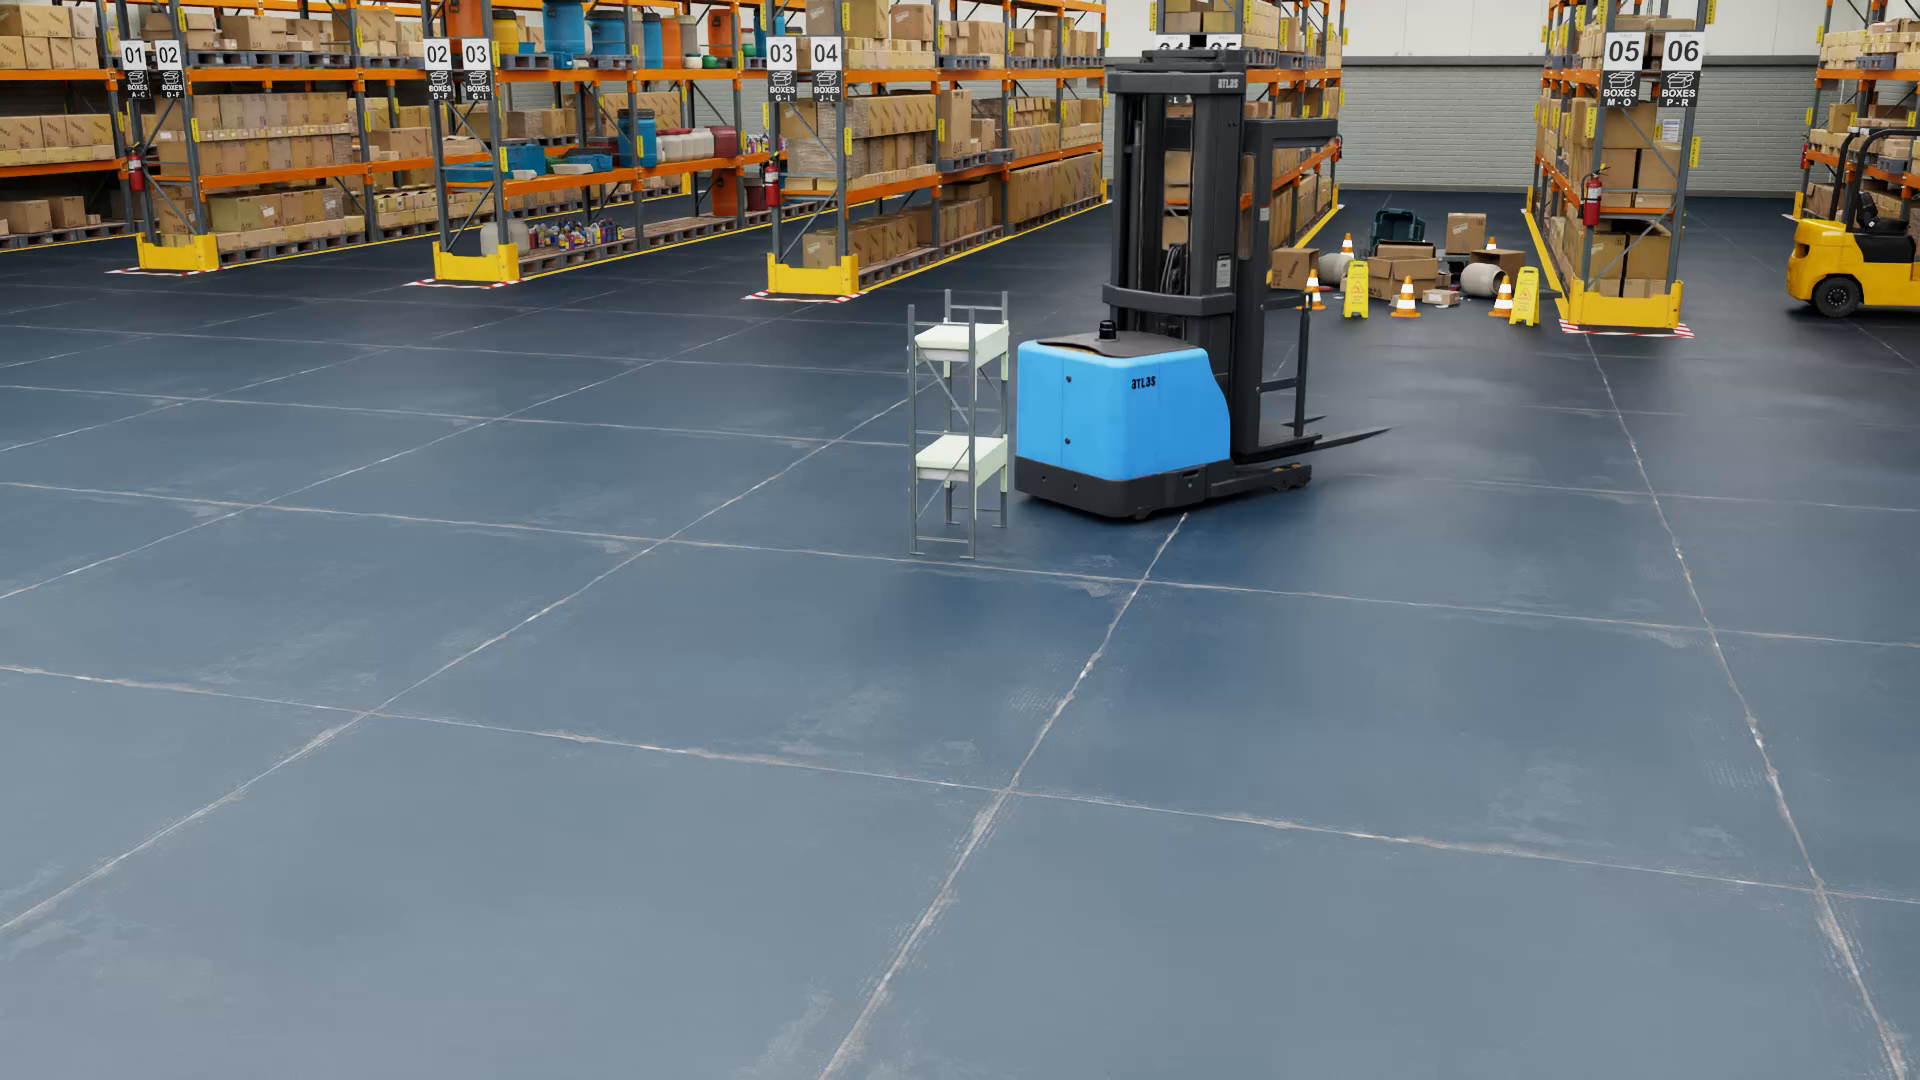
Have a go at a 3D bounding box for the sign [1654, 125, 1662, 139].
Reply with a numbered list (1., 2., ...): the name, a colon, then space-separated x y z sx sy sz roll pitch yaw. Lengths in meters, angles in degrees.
1. sign: 9.221 -5.321 22.007 0.100 0.325 0.005 5 16 16

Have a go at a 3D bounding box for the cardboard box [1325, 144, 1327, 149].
1. cardboard box: 6.919 -7.672 32.339 0.380 0.149 0.250 5 17 18

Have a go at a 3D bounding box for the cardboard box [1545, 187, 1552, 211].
1. cardboard box: 11.507 -6.398 31.313 0.875 0.438 0.875 4 16 14

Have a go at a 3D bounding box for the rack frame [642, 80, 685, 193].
1. rack frame: -6.889 -9.622 38.756 1.000 3.000 0.127 5 16 16

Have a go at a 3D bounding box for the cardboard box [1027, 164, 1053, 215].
1. cardboard box: 1.055 -6.583 31.167 1.225 0.875 0.875 4 16 14

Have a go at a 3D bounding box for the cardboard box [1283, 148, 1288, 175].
1. cardboard box: 4.619 -5.730 24.851 0.500 0.500 0.500 5 16 16

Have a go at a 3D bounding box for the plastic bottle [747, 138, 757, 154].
1. plastic bottle: -3.850 -7.293 30.774 0.152 0.276 0.135 5 16 16

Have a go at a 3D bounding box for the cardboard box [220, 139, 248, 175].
1. cardboard box: -11.147 -5.743 24.897 0.700 0.500 0.500 5 17 17

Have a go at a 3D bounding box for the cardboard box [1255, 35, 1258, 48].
1. cardboard box: 3.479 -6.157 20.551 0.380 0.149 0.250 5 16 16

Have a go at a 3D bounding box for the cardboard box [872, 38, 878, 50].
1. cardboard box: -1.301 -6.549 21.968 0.380 0.149 0.250 5 16 16

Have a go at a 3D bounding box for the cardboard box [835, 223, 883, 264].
1. cardboard box: -1.413 -4.150 23.274 0.500 0.500 0.500 6 17 21

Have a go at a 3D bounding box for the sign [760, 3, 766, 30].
1. sign: -2.466 -6.584 20.926 0.100 0.325 0.005 5 16 16

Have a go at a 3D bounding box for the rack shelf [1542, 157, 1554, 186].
1. rack shelf: 10.404 -6.169 27.899 1.077 0.370 4.000 5 16 16

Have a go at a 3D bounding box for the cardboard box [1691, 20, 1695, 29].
1. cardboard box: 8.188 -5.869 19.027 0.380 0.149 0.250 5 16 16

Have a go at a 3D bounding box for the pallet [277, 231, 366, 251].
1. pallet: -10.566 -4.936 27.346 1.003 0.211 1.213 5 16 16

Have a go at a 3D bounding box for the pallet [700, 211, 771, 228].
1. pallet: -4.231 -6.012 31.138 1.003 0.211 1.213 5 16 16

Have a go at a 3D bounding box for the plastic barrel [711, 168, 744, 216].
1. plastic barrel: -4.292 -6.431 30.714 0.600 0.830 0.708 5 16 16

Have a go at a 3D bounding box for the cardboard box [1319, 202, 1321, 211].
1. cardboard box: 6.685 -6.366 31.731 0.380 0.149 0.250 5 17 18

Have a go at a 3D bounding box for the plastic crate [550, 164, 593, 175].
1. plastic crate: -5.770 -5.526 24.799 0.530 0.136 0.437 5 16 16

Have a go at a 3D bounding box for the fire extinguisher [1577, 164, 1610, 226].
1. fire extinguisher: 7.088 -3.867 18.608 0.296 0.674 0.183 5 16 16

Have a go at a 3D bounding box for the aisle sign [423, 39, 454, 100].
1. aisle sign: -6.993 -6.306 22.300 0.394 0.787 0.004 5 16 16

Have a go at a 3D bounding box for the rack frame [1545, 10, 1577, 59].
1. rack frame: 12.109 -10.971 32.516 1.000 3.000 0.127 5 16 16

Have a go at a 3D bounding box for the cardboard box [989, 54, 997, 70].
1. cardboard box: 0.306 -7.857 27.309 0.500 0.250 0.500 5 16 16

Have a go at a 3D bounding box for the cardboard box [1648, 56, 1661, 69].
1. cardboard box: 7.956 -5.358 18.685 0.380 0.149 0.250 4 16 14

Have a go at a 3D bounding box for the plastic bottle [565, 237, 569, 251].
1. plastic bottle: -5.845 -4.394 24.645 0.097 0.201 0.097 0 16 0

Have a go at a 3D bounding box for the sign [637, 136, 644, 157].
1. sign: -5.027 -6.185 26.131 0.100 0.325 0.005 5 16 16

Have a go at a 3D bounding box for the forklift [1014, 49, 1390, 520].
1. forklift: 1.833 -1.842 11.453 3.031 2.935 1.130 -12 20 -37

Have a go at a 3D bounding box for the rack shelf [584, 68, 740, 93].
1. rack shelf: -4.983 -7.718 27.863 1.077 0.370 4.000 5 16 16

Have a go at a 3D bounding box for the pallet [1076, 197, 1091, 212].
1. pallet: 2.107 -6.978 34.544 1.003 0.211 1.213 5 16 16

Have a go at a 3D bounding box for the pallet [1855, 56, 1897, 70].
1. pallet: 15.480 -7.841 27.326 1.213 0.211 1.003 5 16 16

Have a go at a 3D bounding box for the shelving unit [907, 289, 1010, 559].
1. shelving unit: -0.002 -0.720 10.119 0.431 1.500 0.755 5 16 16

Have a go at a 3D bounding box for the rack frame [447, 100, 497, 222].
1. rack frame: -9.163 -7.529 31.377 1.000 3.000 0.127 5 16 16

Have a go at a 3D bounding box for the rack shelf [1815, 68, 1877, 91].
1. rack shelf: 16.301 -8.274 29.825 1.077 0.370 4.000 5 16 16

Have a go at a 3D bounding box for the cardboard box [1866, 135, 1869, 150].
1. cardboard box: 14.970 -6.458 27.076 0.396 0.266 0.258 5 17 19

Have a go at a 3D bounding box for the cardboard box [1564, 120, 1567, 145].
1. cardboard box: 9.200 -6.009 24.518 0.500 0.500 0.500 5 17 17

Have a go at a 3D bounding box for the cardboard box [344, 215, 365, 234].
1. cardboard box: -10.222 -5.224 27.518 0.500 0.250 0.500 5 16 16

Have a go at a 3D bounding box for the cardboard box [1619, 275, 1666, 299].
1. cardboard box: 8.056 -2.967 19.563 0.500 0.250 0.500 4 16 15

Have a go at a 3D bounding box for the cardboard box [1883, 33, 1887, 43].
1. cardboard box: 14.927 -7.983 26.442 0.380 0.149 0.250 5 17 16

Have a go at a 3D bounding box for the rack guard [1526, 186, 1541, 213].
1. rack guard: 12.116 -6.888 33.698 1.175 0.500 0.348 5 16 16

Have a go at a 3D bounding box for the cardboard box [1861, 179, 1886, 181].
1. cardboard box: 15.433 -6.031 28.172 0.380 0.149 0.250 4 16 15

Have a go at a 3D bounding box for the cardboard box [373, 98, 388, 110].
1. cardboard box: -12.664 -9.378 35.757 0.500 0.250 0.500 5 17 17

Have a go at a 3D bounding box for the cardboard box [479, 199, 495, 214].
1. cardboard box: -9.078 -6.252 31.143 0.500 0.250 0.500 5 17 17

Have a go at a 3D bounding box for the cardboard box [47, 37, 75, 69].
1. cardboard box: -15.112 -8.084 27.616 0.500 0.500 0.500 3 16 11

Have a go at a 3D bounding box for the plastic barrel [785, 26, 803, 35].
1. plastic barrel: -3.343 -9.672 32.319 0.600 0.588 0.600 0 16 0

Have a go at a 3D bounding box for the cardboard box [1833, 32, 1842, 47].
1. cardboard box: 16.210 -9.094 30.212 0.500 0.250 0.500 4 16 15

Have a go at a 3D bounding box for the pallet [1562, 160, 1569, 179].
1. pallet: 9.312 -5.378 24.145 1.003 0.211 1.213 5 16 16

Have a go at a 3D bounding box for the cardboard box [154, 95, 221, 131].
1. cardboard box: -11.276 -6.243 24.283 0.700 0.500 0.500 5 16 16

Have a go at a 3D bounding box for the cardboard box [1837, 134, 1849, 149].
1. cardboard box: 15.771 -7.009 29.274 0.500 0.250 0.500 5 16 16

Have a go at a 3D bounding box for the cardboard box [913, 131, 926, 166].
1. cardboard box: -0.990 -5.792 24.523 0.875 0.500 0.500 5 16 16

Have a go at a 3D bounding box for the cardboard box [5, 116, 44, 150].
1. cardboard box: -15.325 -6.618 27.030 0.500 0.500 0.500 5 17 18

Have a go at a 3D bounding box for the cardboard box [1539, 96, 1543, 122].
1. cardboard box: 11.559 -8.374 32.341 0.500 0.500 0.500 4 16 14

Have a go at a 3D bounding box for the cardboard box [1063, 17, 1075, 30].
1. cardboard box: 2.024 -10.427 33.587 0.500 0.250 0.500 4 16 14

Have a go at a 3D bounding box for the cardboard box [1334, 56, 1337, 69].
1. cardboard box: 7.035 -9.270 32.292 0.500 0.250 0.500 5 17 18

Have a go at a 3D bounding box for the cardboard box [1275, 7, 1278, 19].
1. cardboard box: 4.054 -7.072 22.314 0.380 0.149 0.250 5 16 16

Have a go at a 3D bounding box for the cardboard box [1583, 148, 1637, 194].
1. cardboard box: 7.452 -4.253 19.098 0.500 0.500 0.500 4 16 15
